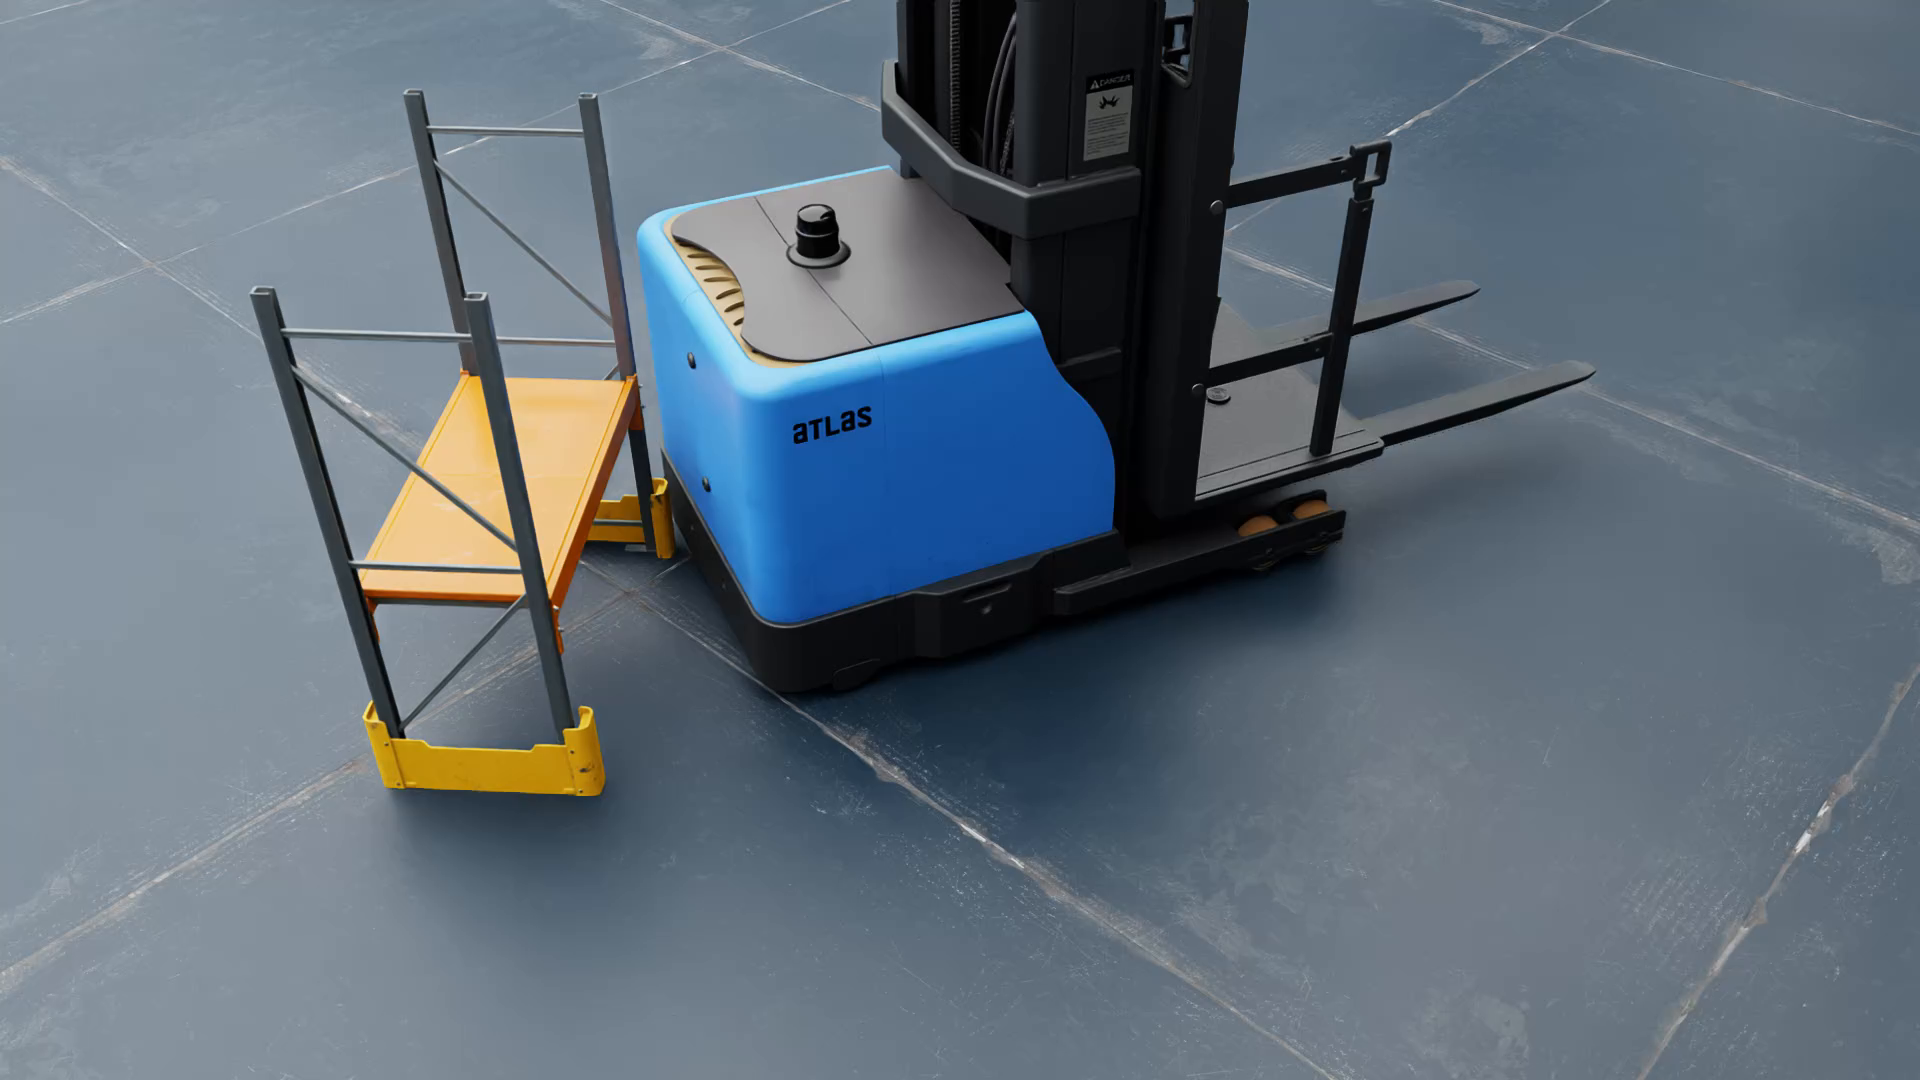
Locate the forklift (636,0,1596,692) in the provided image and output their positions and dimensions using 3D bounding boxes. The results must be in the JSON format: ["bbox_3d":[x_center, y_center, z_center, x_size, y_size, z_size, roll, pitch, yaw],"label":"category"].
[{"bbox_3d":[0.636,-1.338,4.577,3.031,2.935,1.130,-16,41,-19],"label":"forklift"}]

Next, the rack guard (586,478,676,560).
[{"bbox_3d":[-1.186,-0.073,5.141,0.587,0.250,0.087,2,39,2],"label":"rack guard"}]

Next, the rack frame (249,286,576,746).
[{"bbox_3d":[-1.243,0.069,3.958,0.500,1.500,0.032,2,39,2],"label":"rack frame"}]

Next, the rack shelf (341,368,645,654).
[{"bbox_3d":[-1.214,-0.106,4.468,0.538,0.185,1.000,2,39,2],"label":"rack shelf"}]

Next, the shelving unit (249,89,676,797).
[{"bbox_3d":[-1.214,-0.253,4.363,0.587,1.500,1.083,2,39,2],"label":"shelving unit"}]

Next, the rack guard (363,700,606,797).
[{"bbox_3d":[-1.241,0.546,4.363,0.587,0.250,0.087,2,39,2],"label":"rack guard"}]

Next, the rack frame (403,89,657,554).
[{"bbox_3d":[-1.186,-0.563,4.753,0.500,1.500,0.032,2,39,2],"label":"rack frame"}]
